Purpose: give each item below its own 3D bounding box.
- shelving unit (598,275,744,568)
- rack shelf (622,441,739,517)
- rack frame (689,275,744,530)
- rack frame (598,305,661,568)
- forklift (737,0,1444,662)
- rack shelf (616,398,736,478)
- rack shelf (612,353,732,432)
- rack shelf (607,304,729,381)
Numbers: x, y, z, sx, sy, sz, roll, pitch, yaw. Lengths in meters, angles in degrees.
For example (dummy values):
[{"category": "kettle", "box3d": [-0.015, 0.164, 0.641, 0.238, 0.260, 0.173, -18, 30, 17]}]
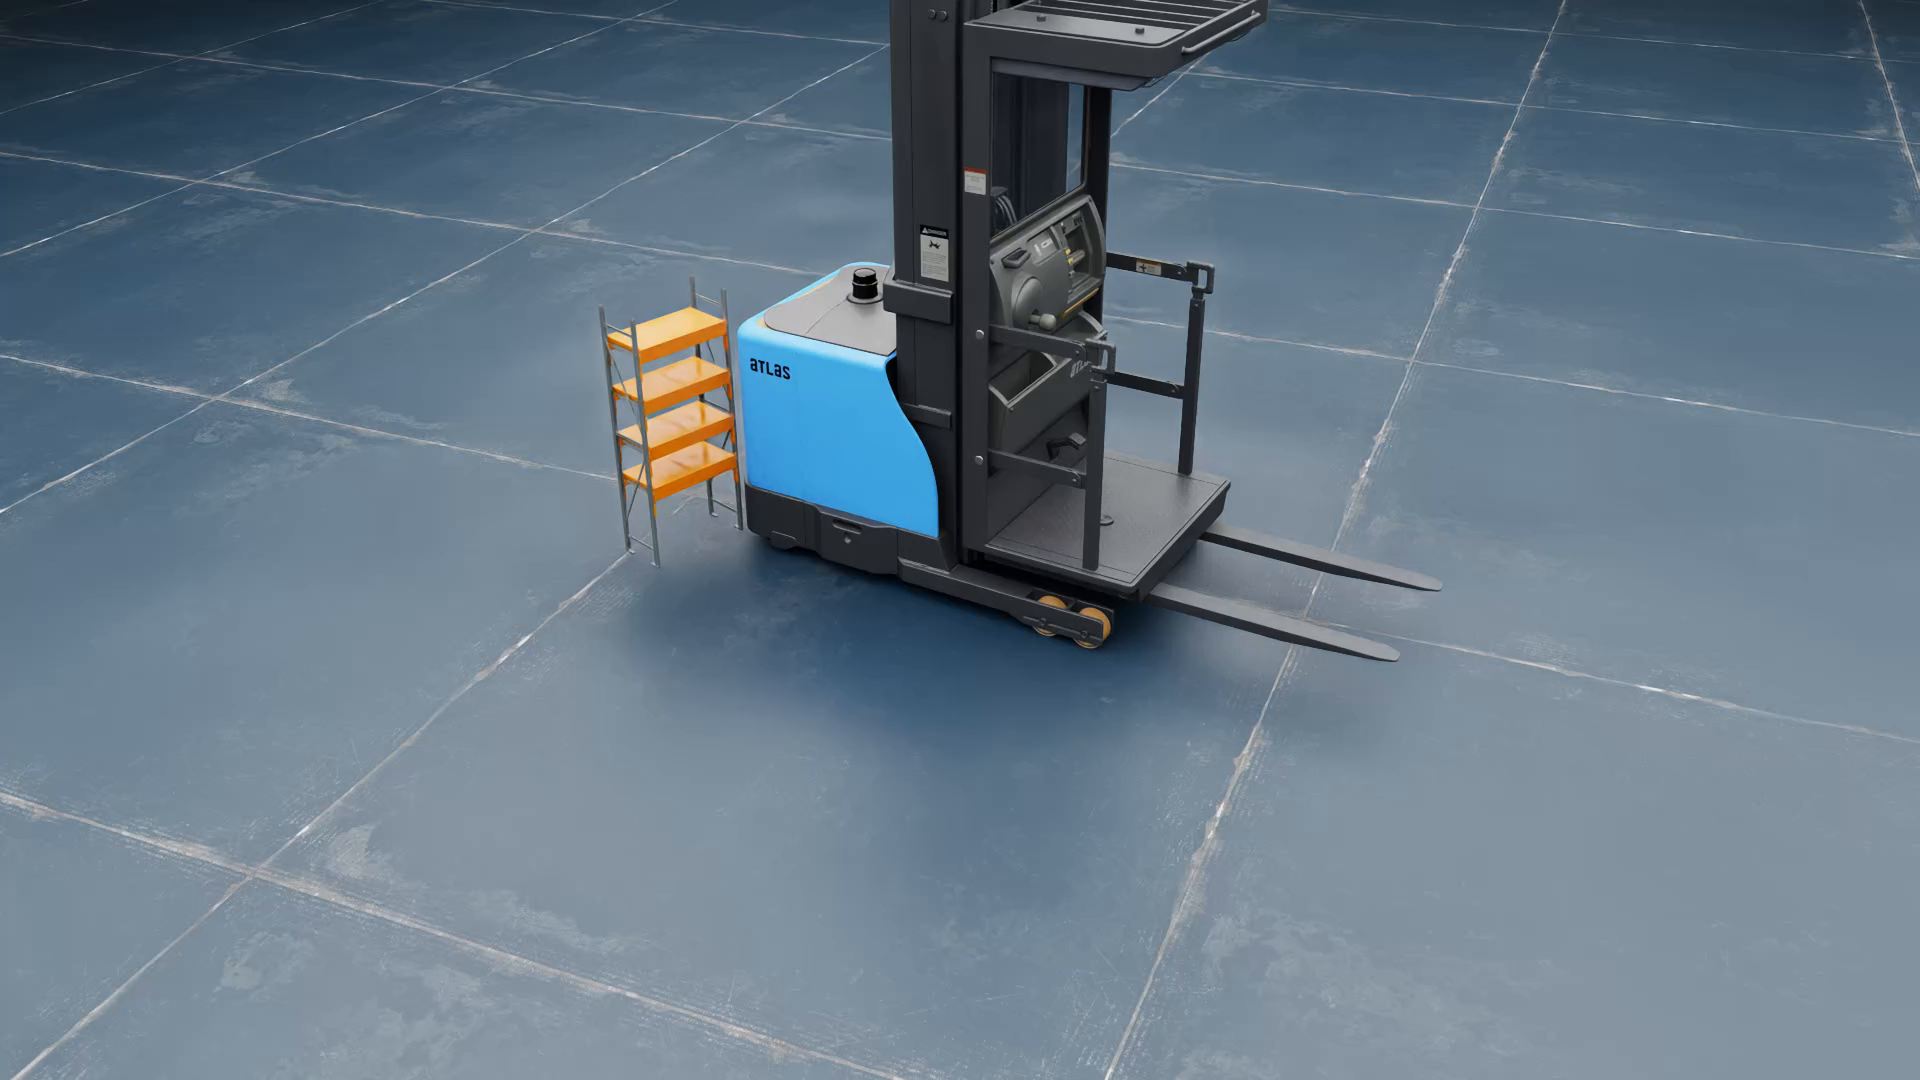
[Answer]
[{"category": "shelving unit", "box3d": [-1.280, -0.524, 7.457, 0.258, 1.200, 0.503, 25, 38, 37]}, {"category": "rack shelf", "box3d": [-1.280, -0.292, 7.588, 0.258, 0.148, 0.480, 25, 38, 37]}, {"category": "rack frame", "box3d": [-1.112, -0.611, 7.611, 0.240, 1.200, 0.015, 25, 38, 37]}, {"category": "rack frame", "box3d": [-1.448, -0.436, 7.303, 0.240, 1.200, 0.015, 25, 38, 37]}, {"category": "forklift", "box3d": [0.548, -1.122, 6.757, 3.031, 2.935, 1.130, 16, 33, 26]}, {"category": "rack shelf", "box3d": [-1.280, -0.465, 7.490, 0.258, 0.148, 0.480, 25, 38, 37]}, {"category": "rack shelf", "box3d": [-1.280, -0.660, 7.380, 0.258, 0.148, 0.480, 25, 38, 37]}, {"category": "rack shelf", "box3d": [-1.280, -0.866, 7.264, 0.258, 0.148, 0.480, 25, 38, 37]}]
